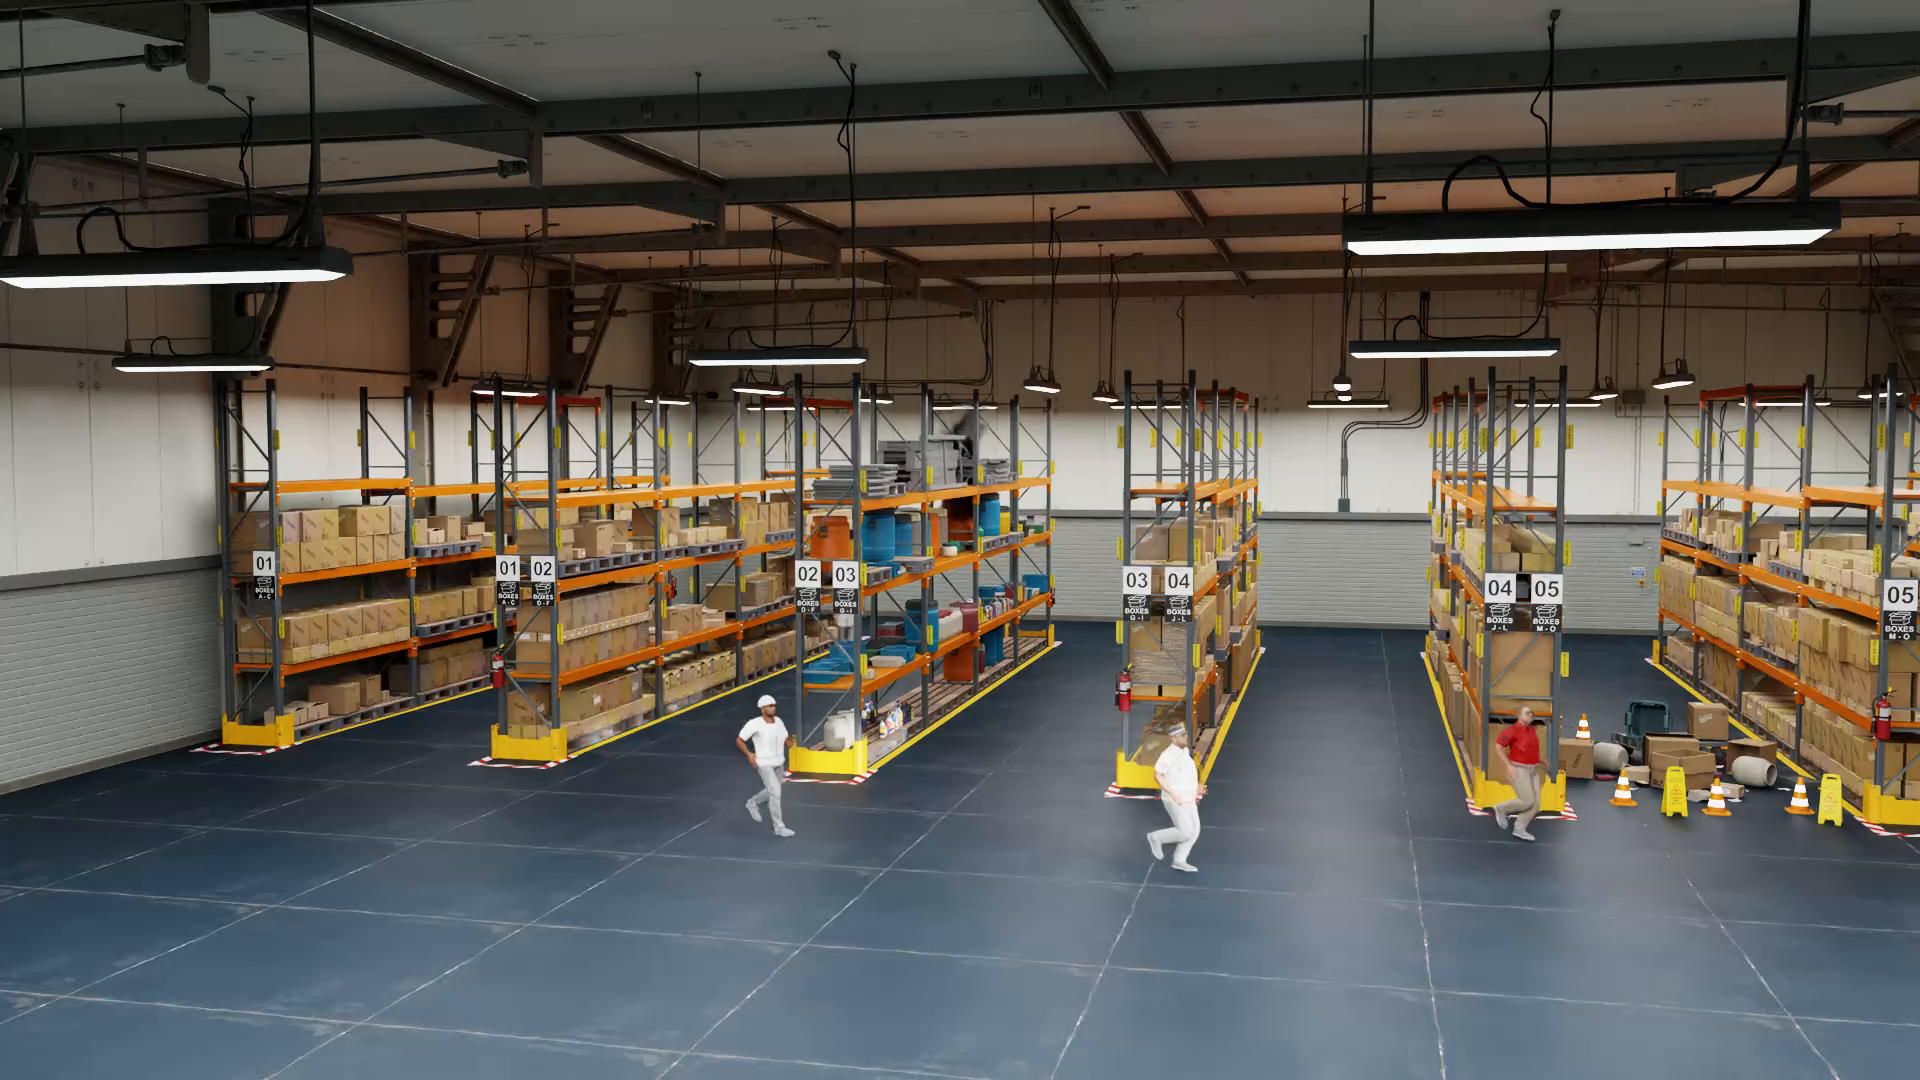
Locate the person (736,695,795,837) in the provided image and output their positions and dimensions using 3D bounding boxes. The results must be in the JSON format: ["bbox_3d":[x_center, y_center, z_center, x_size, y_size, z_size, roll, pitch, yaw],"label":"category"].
[{"bbox_3d":[-2.433,2.843,21.131,0.963,1.747,0.710,3,4,39],"label":"person"}]

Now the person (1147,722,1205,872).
[{"bbox_3d":[2.518,2.978,19.351,0.602,1.742,0.664,2,4,34],"label":"person"}]

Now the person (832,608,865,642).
[{"bbox_3d":[-2.323,1.776,34.562,0.667,1.754,0.716,0,3,2],"label":"person"}]

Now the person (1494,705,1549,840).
[{"bbox_3d":[7.080,2.918,20.908,0.675,1.682,0.603,-2,4,-33],"label":"person"}]
